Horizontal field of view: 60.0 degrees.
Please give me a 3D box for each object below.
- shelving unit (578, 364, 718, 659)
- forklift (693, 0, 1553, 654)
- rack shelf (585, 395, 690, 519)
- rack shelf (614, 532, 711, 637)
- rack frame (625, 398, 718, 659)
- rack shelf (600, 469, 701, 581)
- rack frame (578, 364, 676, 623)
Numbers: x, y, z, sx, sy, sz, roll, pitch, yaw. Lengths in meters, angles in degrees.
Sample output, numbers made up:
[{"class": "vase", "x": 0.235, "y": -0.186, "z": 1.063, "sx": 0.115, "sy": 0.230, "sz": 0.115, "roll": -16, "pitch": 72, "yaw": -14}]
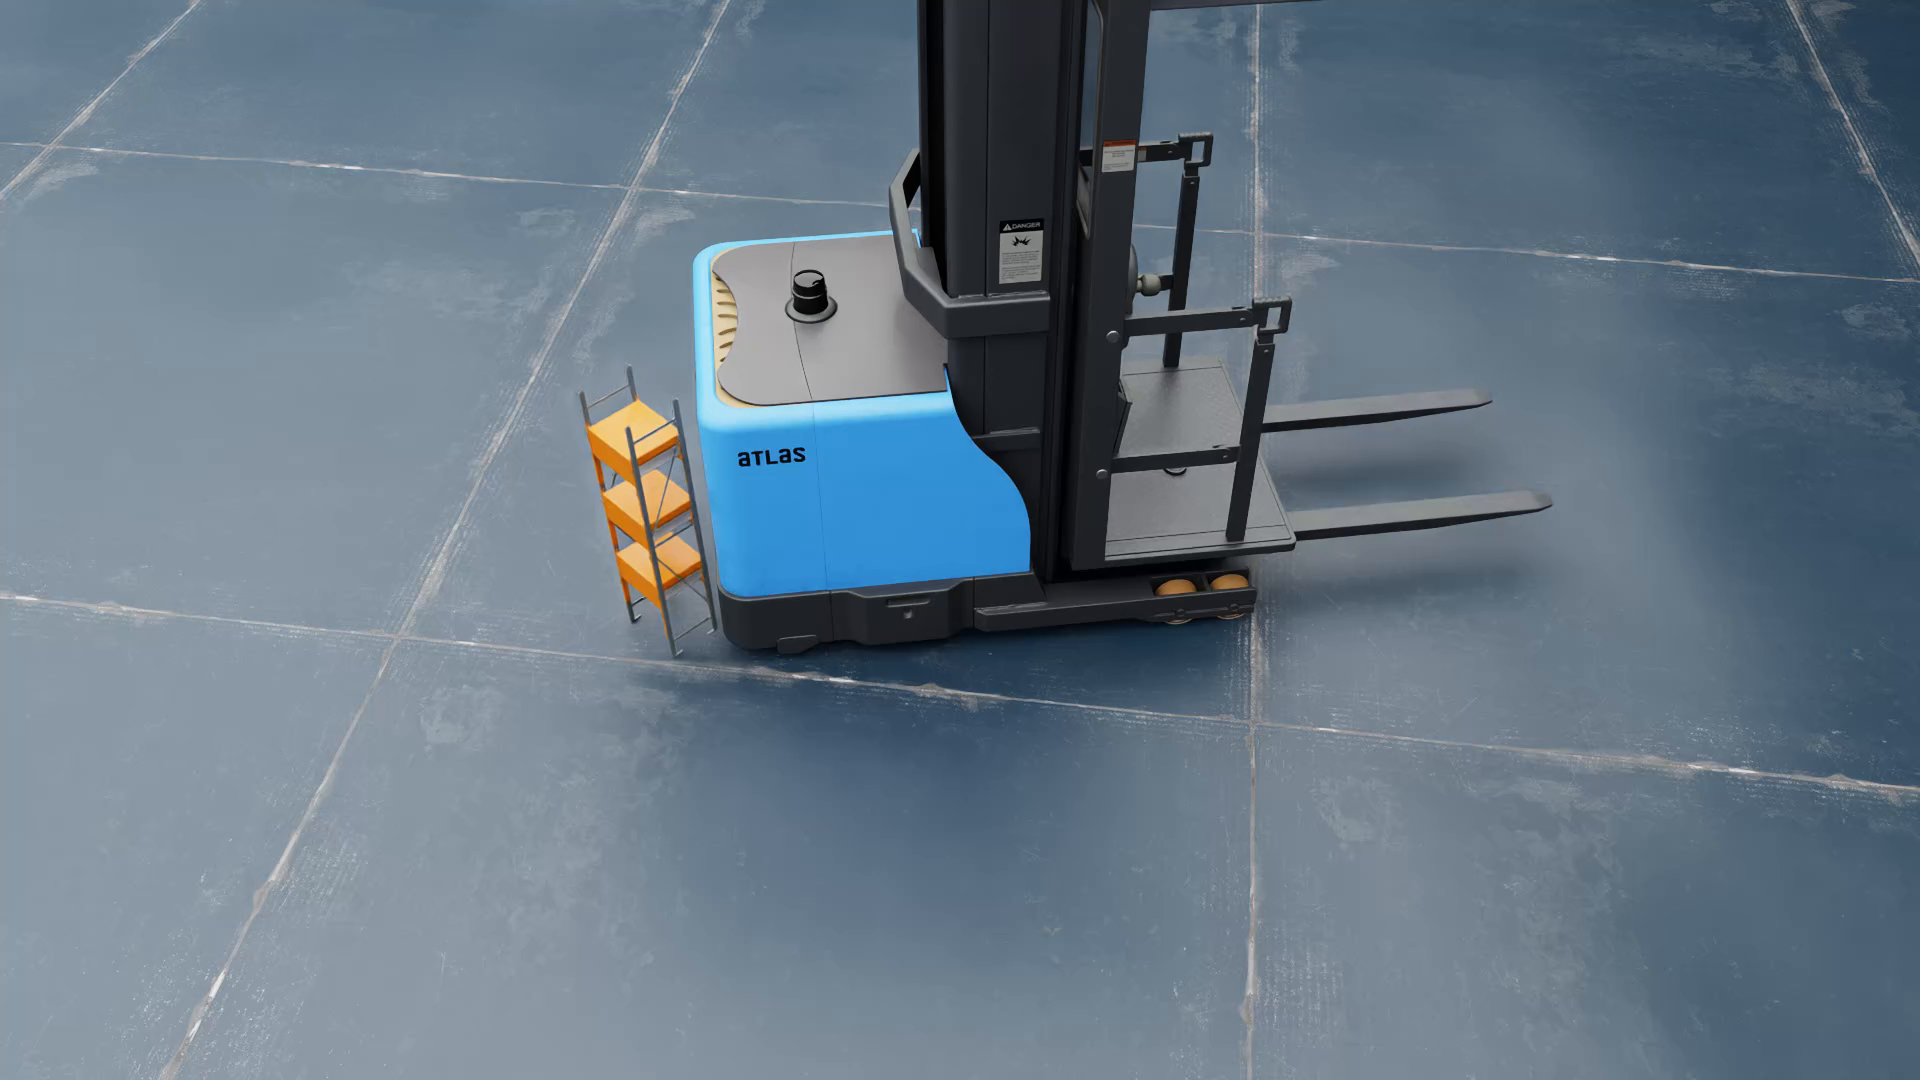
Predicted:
[{"class": "shelving unit", "x": -1.028, "y": -0.073, "z": 5.560, "sx": 0.215, "sy": 1.050, "sz": 0.252, "roll": -35, "pitch": 53, "yaw": -30}, {"class": "forklift", "x": 0.619, "y": -1.121, "z": 5.302, "sx": 3.031, "sy": 2.935, "sz": 1.130, "roll": -5, "pitch": 44, "yaw": -6}, {"class": "rack shelf", "x": -1.033, "y": -0.270, "z": 5.370, "sx": 0.215, "sy": 0.259, "sz": 0.240, "roll": -35, "pitch": 53, "yaw": -30}, {"class": "rack shelf", "x": -1.023, "y": 0.134, "z": 5.760, "sx": 0.215, "sy": 0.259, "sz": 0.240, "roll": -35, "pitch": 53, "yaw": -30}, {"class": "rack frame", "x": -0.943, "y": -0.014, "z": 5.496, "sx": 0.200, "sy": 1.050, "sz": 0.008, "roll": -35, "pitch": 53, "yaw": -30}, {"class": "rack shelf", "x": -1.028, "y": -0.066, "z": 5.567, "sx": 0.215, "sy": 0.259, "sz": 0.240, "roll": -35, "pitch": 53, "yaw": -30}, {"class": "rack frame", "x": -1.114, "y": -0.133, "z": 5.623, "sx": 0.200, "sy": 1.050, "sz": 0.008, "roll": -35, "pitch": 53, "yaw": -30}]
